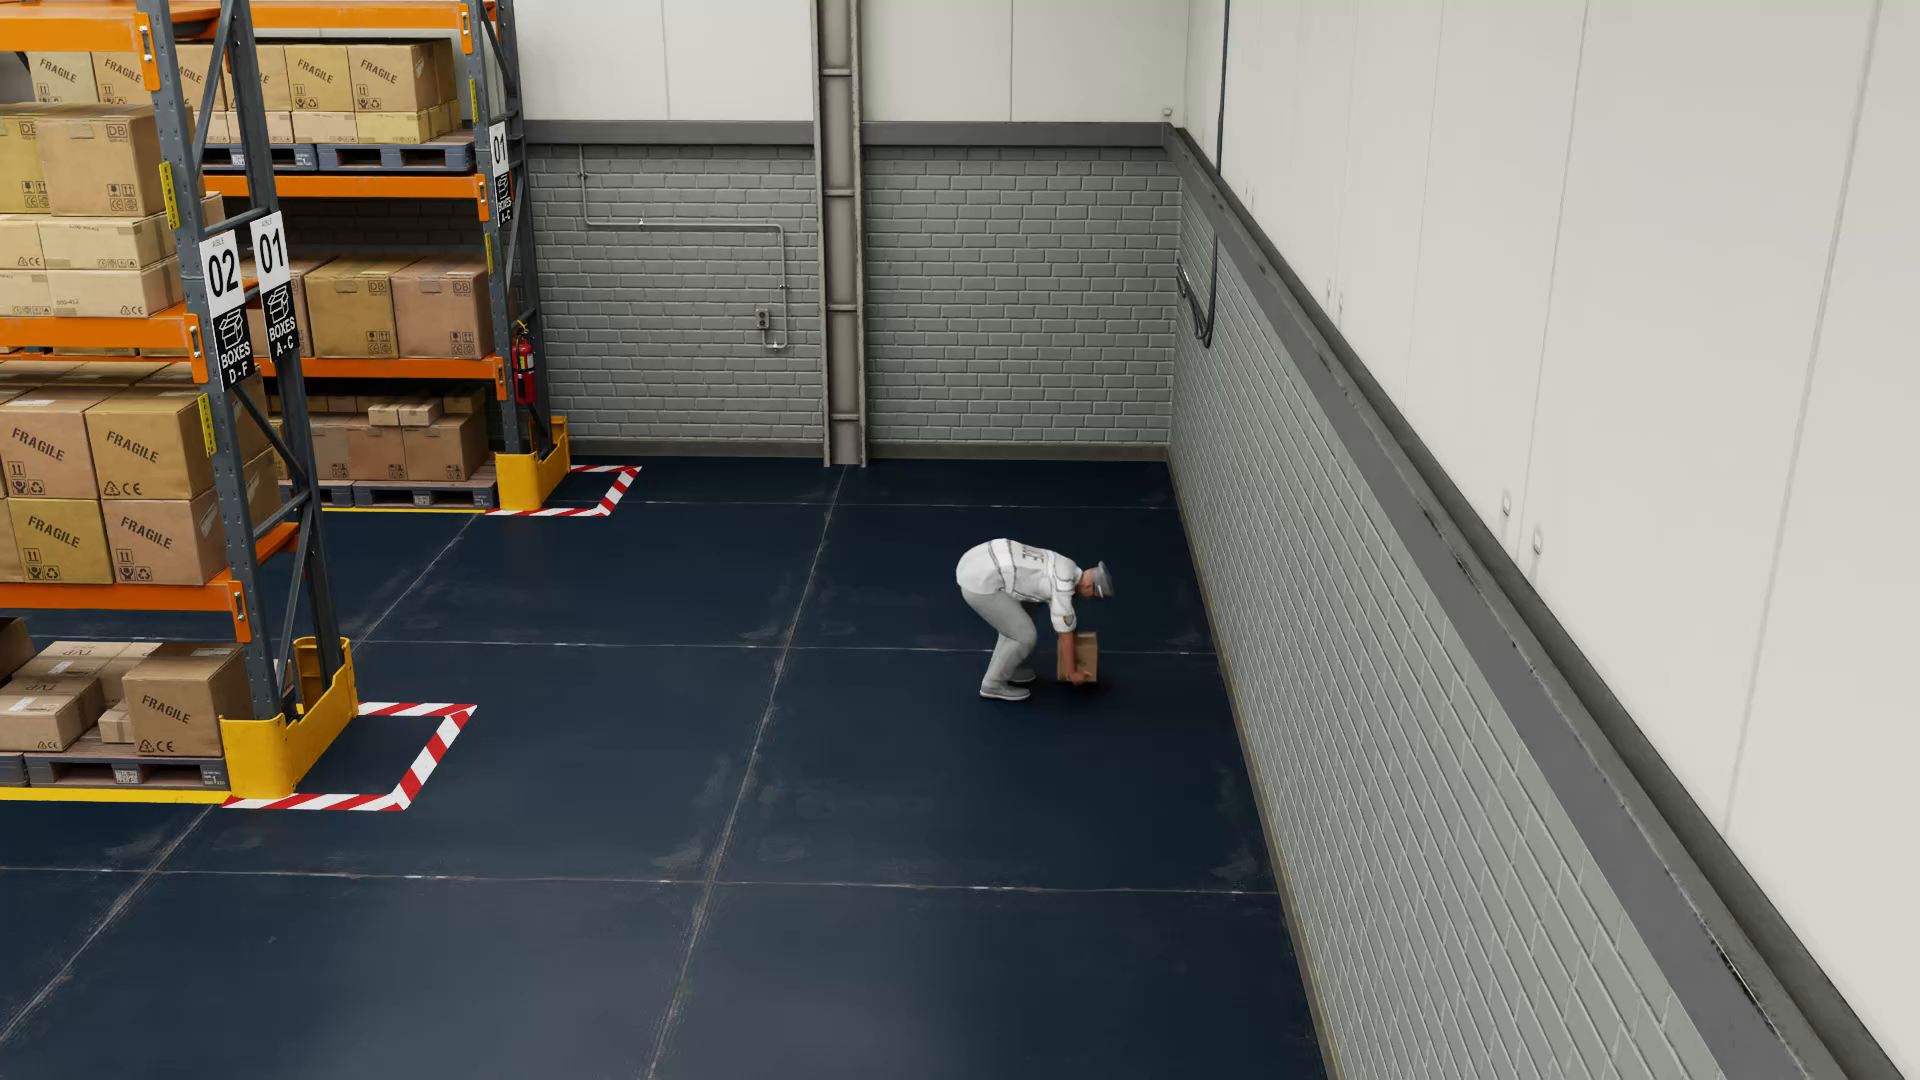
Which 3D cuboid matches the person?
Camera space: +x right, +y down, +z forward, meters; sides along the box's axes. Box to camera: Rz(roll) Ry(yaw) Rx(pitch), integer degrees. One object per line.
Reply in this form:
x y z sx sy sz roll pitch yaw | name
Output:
0.510 0.494 10.779 1.006 1.034 0.513 0 21 -1 | person
